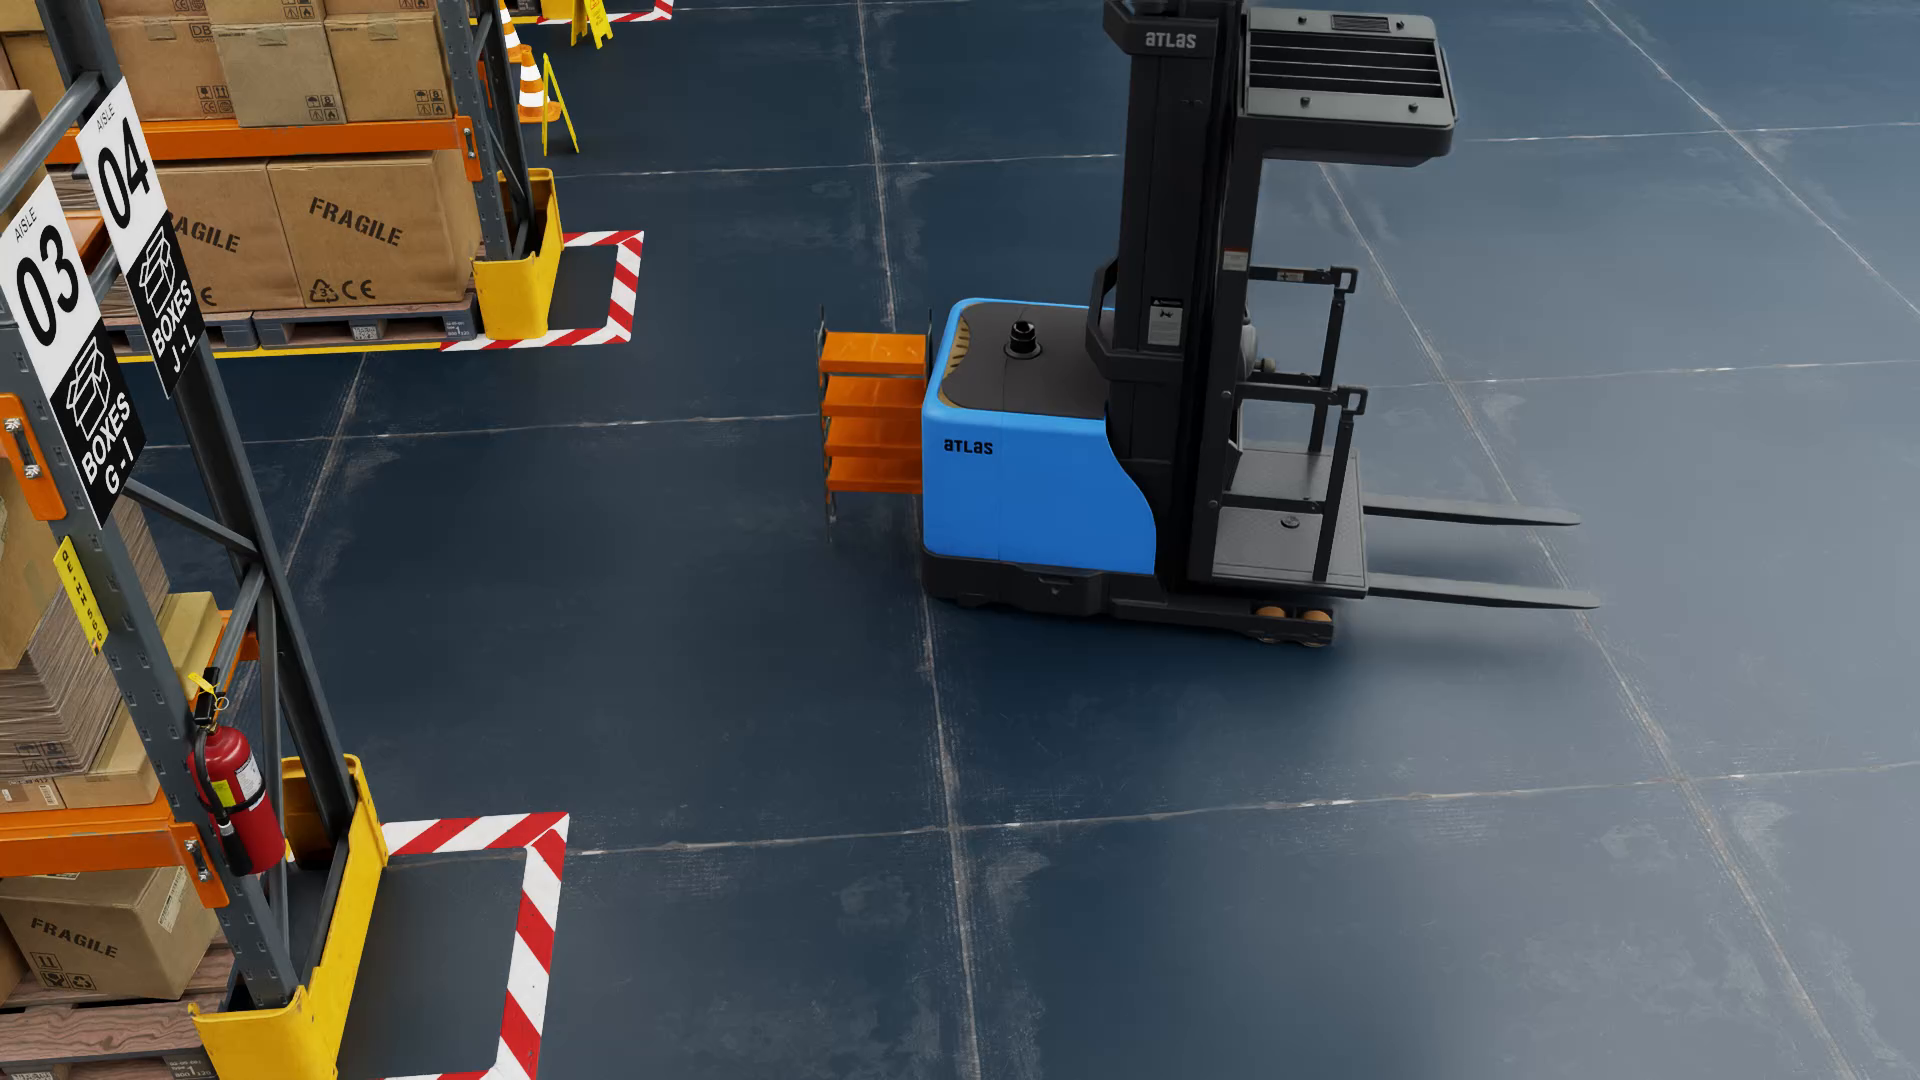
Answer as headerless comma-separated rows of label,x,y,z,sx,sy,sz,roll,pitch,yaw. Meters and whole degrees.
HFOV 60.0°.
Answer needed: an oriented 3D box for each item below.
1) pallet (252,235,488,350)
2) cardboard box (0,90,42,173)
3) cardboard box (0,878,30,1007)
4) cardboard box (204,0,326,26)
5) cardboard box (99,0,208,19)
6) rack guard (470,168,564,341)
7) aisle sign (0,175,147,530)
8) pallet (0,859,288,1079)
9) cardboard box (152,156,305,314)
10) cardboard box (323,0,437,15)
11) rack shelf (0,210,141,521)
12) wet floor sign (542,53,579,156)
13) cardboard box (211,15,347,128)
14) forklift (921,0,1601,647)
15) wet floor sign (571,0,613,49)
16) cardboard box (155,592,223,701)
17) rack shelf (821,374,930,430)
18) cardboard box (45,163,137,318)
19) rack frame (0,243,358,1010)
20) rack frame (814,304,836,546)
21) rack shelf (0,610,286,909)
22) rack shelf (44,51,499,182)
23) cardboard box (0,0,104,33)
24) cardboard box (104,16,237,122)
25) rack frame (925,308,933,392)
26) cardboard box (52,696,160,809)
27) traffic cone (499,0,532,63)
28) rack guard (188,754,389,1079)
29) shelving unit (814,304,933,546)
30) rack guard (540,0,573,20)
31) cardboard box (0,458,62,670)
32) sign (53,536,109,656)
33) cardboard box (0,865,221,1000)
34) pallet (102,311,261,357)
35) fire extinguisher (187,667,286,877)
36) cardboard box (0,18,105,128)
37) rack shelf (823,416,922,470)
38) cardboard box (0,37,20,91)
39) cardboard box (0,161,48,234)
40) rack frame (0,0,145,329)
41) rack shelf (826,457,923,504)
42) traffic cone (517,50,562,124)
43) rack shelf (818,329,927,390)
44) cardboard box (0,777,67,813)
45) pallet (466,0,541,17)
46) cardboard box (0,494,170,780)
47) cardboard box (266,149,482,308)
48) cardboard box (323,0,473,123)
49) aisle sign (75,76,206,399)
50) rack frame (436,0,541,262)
pallet,-3.415,-1.497,9.799,1.213,0.211,1.003,-3,38,-4
cardboard box,-2.581,-1.021,4.322,0.250,0.149,0.380,-3,38,-4
cardboard box,-3.502,1.276,5.712,0.500,0.500,0.500,6,39,8
cardboard box,-3.538,-3.083,8.565,0.550,0.550,0.875,-3,38,-4
cardboard box,-4.108,-3.136,8.633,0.550,0.550,0.875,-3,38,-4
rack guard,-2.601,-1.704,9.828,0.348,0.500,1.175,-3,38,-4
aisle sign,-2.198,-0.457,4.131,0.004,0.787,0.394,-3,38,-4
pallet,-3.175,1.503,5.996,1.213,0.211,1.003,-3,38,-4
cardboard box,-4.171,-1.887,9.419,0.875,0.875,0.875,-4,38,-5
cardboard box,-2.998,-3.170,8.676,0.550,0.550,0.875,-3,38,-4
rack shelf,-4.279,-0.404,4.321,4.000,0.370,1.077,-3,38,-4
wet floor sign,-2.772,-2.983,11.332,0.232,0.644,0.267,-9,39,-12
cardboard box,-3.537,-2.651,8.889,0.550,0.550,0.875,-3,38,-4
forklift,1.382,-1.024,7.004,3.031,2.935,1.130,5,39,7
wet floor sign,-2.880,-4.159,12.822,0.232,0.644,0.267,9,39,12
cardboard box,-2.592,0.349,5.411,0.250,0.149,0.380,-3,38,-4
rack shelf,-0.382,-0.629,7.648,0.480,0.148,0.258,2,38,3
cardboard box,-5.079,-1.838,9.357,0.875,0.875,0.875,-3,38,-4
rack frame,-2.287,0.382,5.167,0.127,3.000,1.000,-3,38,-4
rack frame,-0.625,-0.515,7.756,0.015,1.200,0.240,2,38,3
rack shelf,-4.279,0.774,5.250,4.000,0.370,1.077,-3,38,-4
rack shelf,-4.617,-2.292,9.136,4.000,0.370,1.077,-3,38,-4
cardboard box,-4.624,-3.027,8.494,0.500,0.550,0.875,-3,38,-4
cardboard box,-4.106,-2.698,8.948,0.550,0.550,0.875,-3,38,-4
rack frame,-0.138,-0.497,7.733,0.015,1.200,0.240,2,38,3
cardboard box,-2.552,0.623,5.063,0.250,0.149,0.380,-3,38,-4
traffic cone,-3.478,-3.917,12.663,0.334,0.463,0.336,-3,38,-4
rack guard,-2.362,1.367,5.936,0.348,0.500,1.175,-3,38,-4
shelving unit,-0.382,-0.506,7.745,0.503,1.200,0.258,2,38,3
rack guard,-3.240,-4.747,13.685,0.348,0.500,1.175,-3,38,-4
cardboard box,-2.813,0.016,4.502,0.500,0.500,0.500,-3,38,-4
sign,-2.257,0.147,4.275,0.005,0.325,0.100,-3,38,-4
cardboard box,-2.910,1.222,5.780,0.500,0.500,0.500,4,38,4
pallet,-4.627,-1.432,9.717,1.213,0.211,1.003,-3,38,-4
fire extinguisher,-2.132,0.690,4.838,0.183,0.674,0.296,-3,38,-4
cardboard box,-4.630,-2.643,8.879,0.500,0.550,0.875,-3,38,-4
rack shelf,-0.382,-0.453,7.786,0.480,0.148,0.258,2,38,3
cardboard box,-5.149,-2.552,8.764,0.550,0.550,0.875,-3,38,-4
cardboard box,-2.789,-0.870,4.453,0.500,0.250,0.500,-2,38,-3
rack frame,-2.287,-1.973,3.308,0.127,3.000,1.000,-3,38,-4
rack shelf,-0.382,-0.297,7.909,0.480,0.148,0.258,2,38,3
traffic cone,-3.041,-3.251,11.819,0.334,0.463,0.336,-3,38,-4
rack shelf,-0.382,-0.815,7.501,0.480,0.148,0.258,2,38,3
cardboard box,-2.801,0.637,5.046,0.250,0.149,0.380,-3,38,-4
pallet,-4.052,-4.611,13.746,1.213,0.211,1.003,-3,38,-4
cardboard box,-2.837,0.239,5.027,0.500,0.500,0.875,-3,38,-4
cardboard box,-3.295,-1.937,9.481,0.875,0.875,0.875,-3,38,-4
cardboard box,-2.991,-2.695,8.944,0.550,0.550,0.875,-3,38,-4
aisle sign,-2.251,-0.827,4.600,0.004,0.787,0.394,-3,38,-4
rack frame,-2.625,-2.684,9.052,0.127,3.000,1.000,-3,38,-4
